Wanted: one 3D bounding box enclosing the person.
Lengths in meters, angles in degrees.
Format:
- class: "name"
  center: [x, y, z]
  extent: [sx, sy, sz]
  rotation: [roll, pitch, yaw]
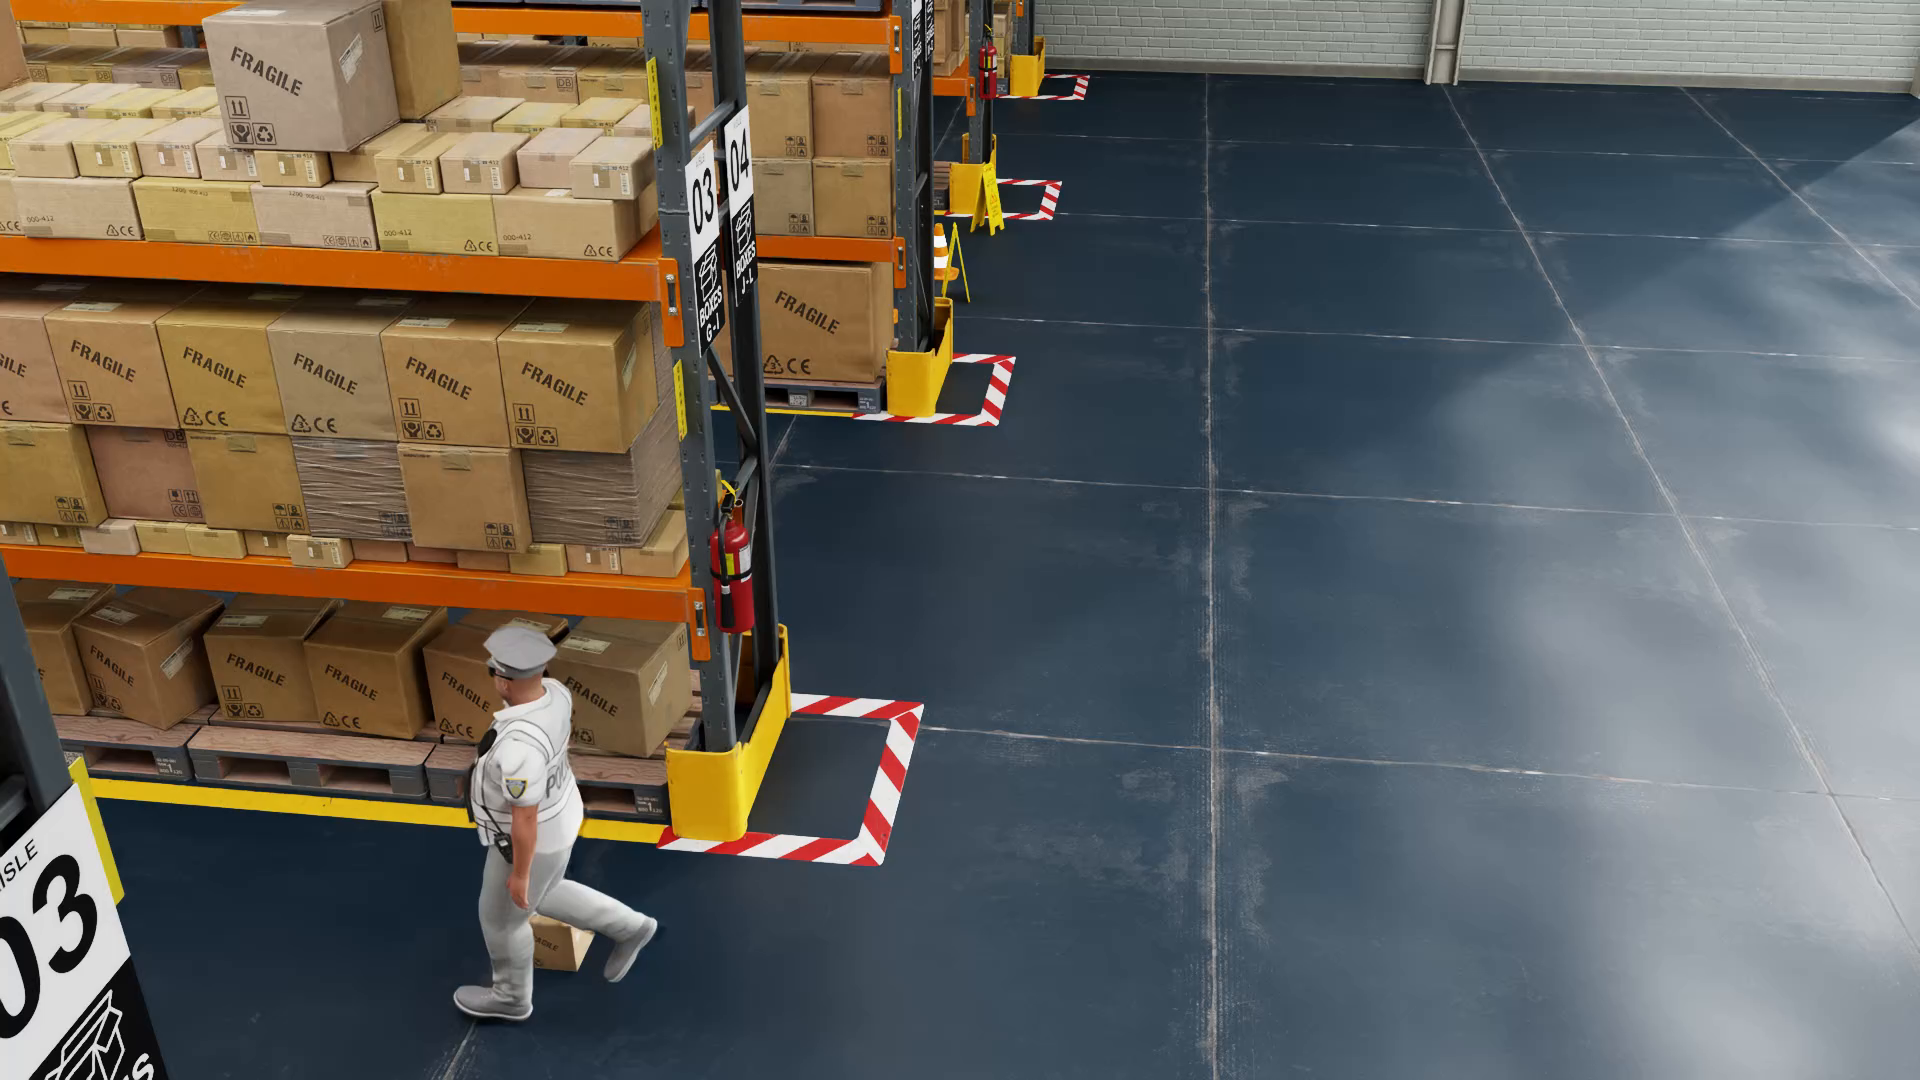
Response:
- class: "person"
  center: [-1.681, 1.129, 6.500]
  extent: [0.787, 1.734, 0.555]
  rotation: [0, 28, 1]
